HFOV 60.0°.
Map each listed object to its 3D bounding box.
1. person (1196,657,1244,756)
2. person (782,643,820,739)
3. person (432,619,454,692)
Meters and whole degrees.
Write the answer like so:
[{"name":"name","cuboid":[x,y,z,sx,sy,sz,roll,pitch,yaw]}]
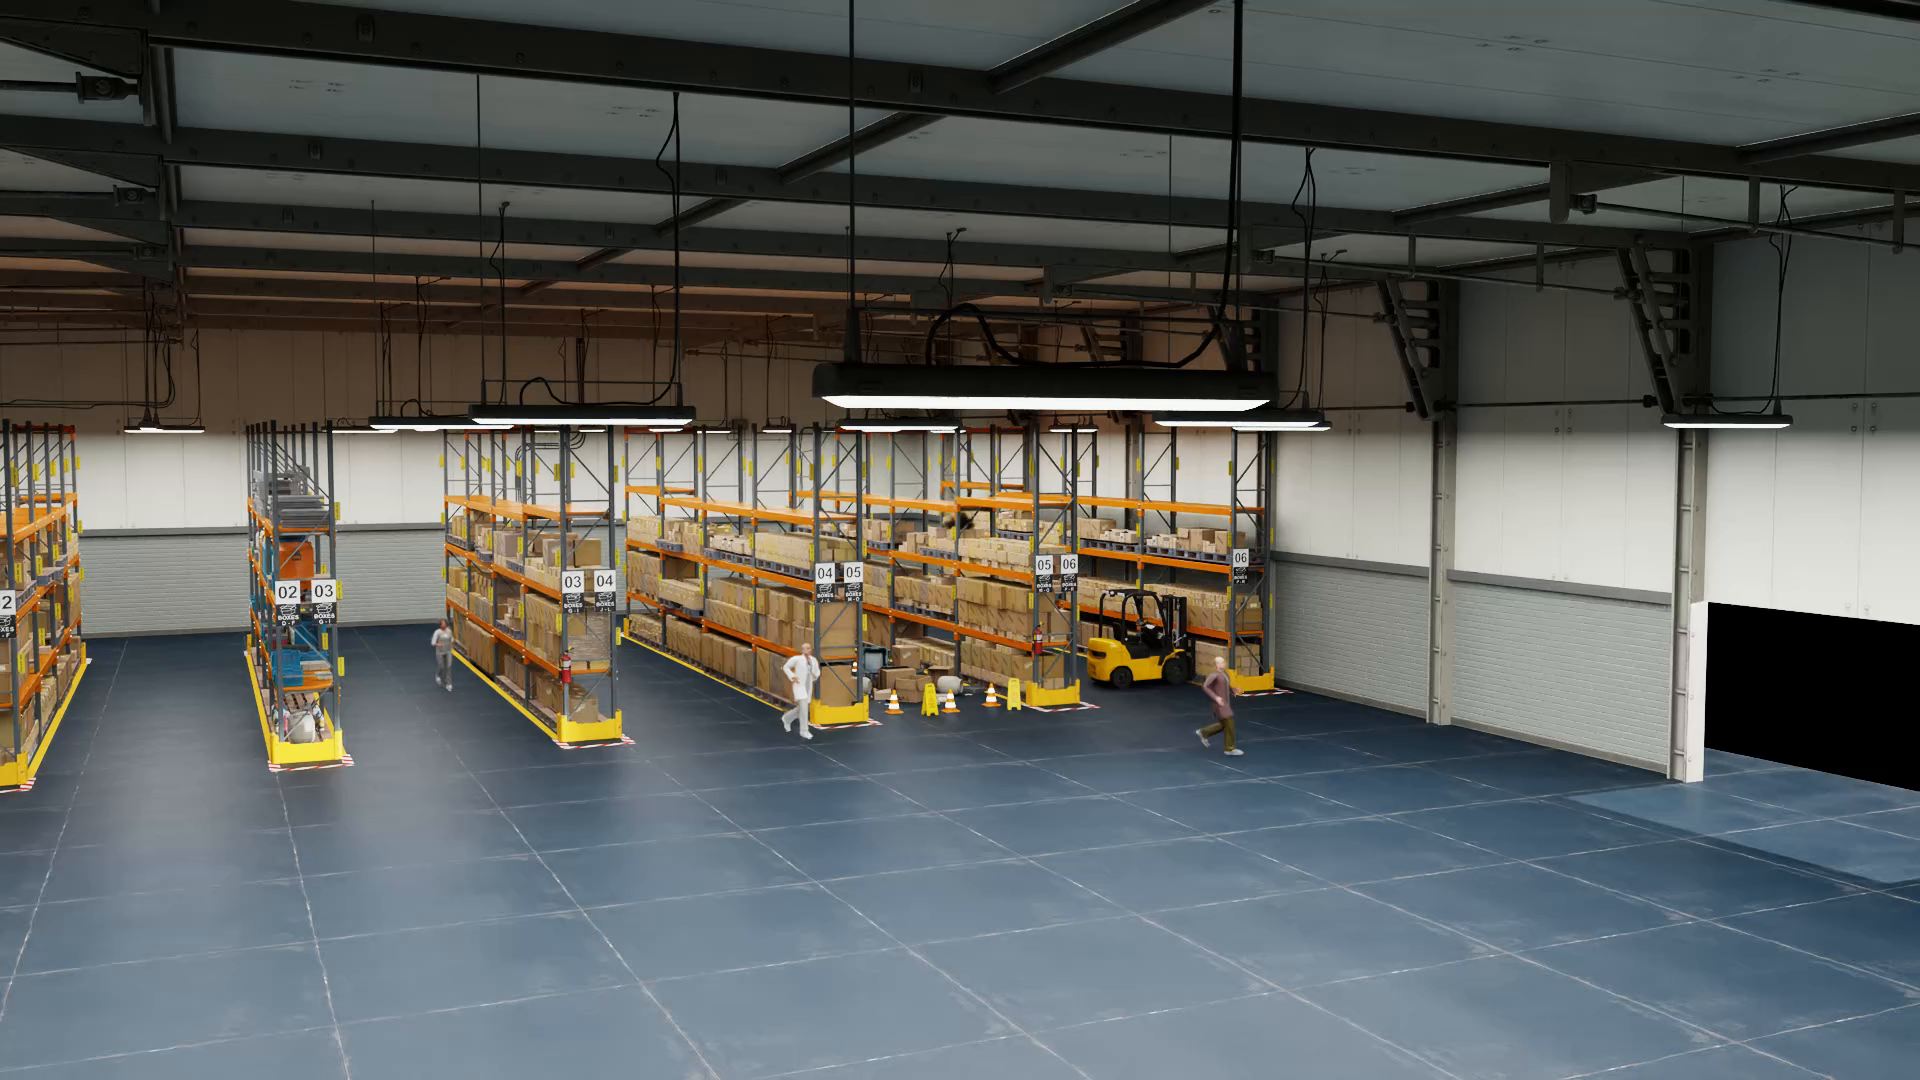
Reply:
[{"name":"person","cuboid":[4.672,2.972,29.906,0.964,1.751,0.720,2,4,31]},{"name":"person","cuboid":[-3.012,2.909,31.922,0.743,1.693,0.966,-3,5,-43]},{"name":"person","cuboid":[-11.646,2.585,37.500,0.538,1.580,0.851,-2,4,-34]}]
